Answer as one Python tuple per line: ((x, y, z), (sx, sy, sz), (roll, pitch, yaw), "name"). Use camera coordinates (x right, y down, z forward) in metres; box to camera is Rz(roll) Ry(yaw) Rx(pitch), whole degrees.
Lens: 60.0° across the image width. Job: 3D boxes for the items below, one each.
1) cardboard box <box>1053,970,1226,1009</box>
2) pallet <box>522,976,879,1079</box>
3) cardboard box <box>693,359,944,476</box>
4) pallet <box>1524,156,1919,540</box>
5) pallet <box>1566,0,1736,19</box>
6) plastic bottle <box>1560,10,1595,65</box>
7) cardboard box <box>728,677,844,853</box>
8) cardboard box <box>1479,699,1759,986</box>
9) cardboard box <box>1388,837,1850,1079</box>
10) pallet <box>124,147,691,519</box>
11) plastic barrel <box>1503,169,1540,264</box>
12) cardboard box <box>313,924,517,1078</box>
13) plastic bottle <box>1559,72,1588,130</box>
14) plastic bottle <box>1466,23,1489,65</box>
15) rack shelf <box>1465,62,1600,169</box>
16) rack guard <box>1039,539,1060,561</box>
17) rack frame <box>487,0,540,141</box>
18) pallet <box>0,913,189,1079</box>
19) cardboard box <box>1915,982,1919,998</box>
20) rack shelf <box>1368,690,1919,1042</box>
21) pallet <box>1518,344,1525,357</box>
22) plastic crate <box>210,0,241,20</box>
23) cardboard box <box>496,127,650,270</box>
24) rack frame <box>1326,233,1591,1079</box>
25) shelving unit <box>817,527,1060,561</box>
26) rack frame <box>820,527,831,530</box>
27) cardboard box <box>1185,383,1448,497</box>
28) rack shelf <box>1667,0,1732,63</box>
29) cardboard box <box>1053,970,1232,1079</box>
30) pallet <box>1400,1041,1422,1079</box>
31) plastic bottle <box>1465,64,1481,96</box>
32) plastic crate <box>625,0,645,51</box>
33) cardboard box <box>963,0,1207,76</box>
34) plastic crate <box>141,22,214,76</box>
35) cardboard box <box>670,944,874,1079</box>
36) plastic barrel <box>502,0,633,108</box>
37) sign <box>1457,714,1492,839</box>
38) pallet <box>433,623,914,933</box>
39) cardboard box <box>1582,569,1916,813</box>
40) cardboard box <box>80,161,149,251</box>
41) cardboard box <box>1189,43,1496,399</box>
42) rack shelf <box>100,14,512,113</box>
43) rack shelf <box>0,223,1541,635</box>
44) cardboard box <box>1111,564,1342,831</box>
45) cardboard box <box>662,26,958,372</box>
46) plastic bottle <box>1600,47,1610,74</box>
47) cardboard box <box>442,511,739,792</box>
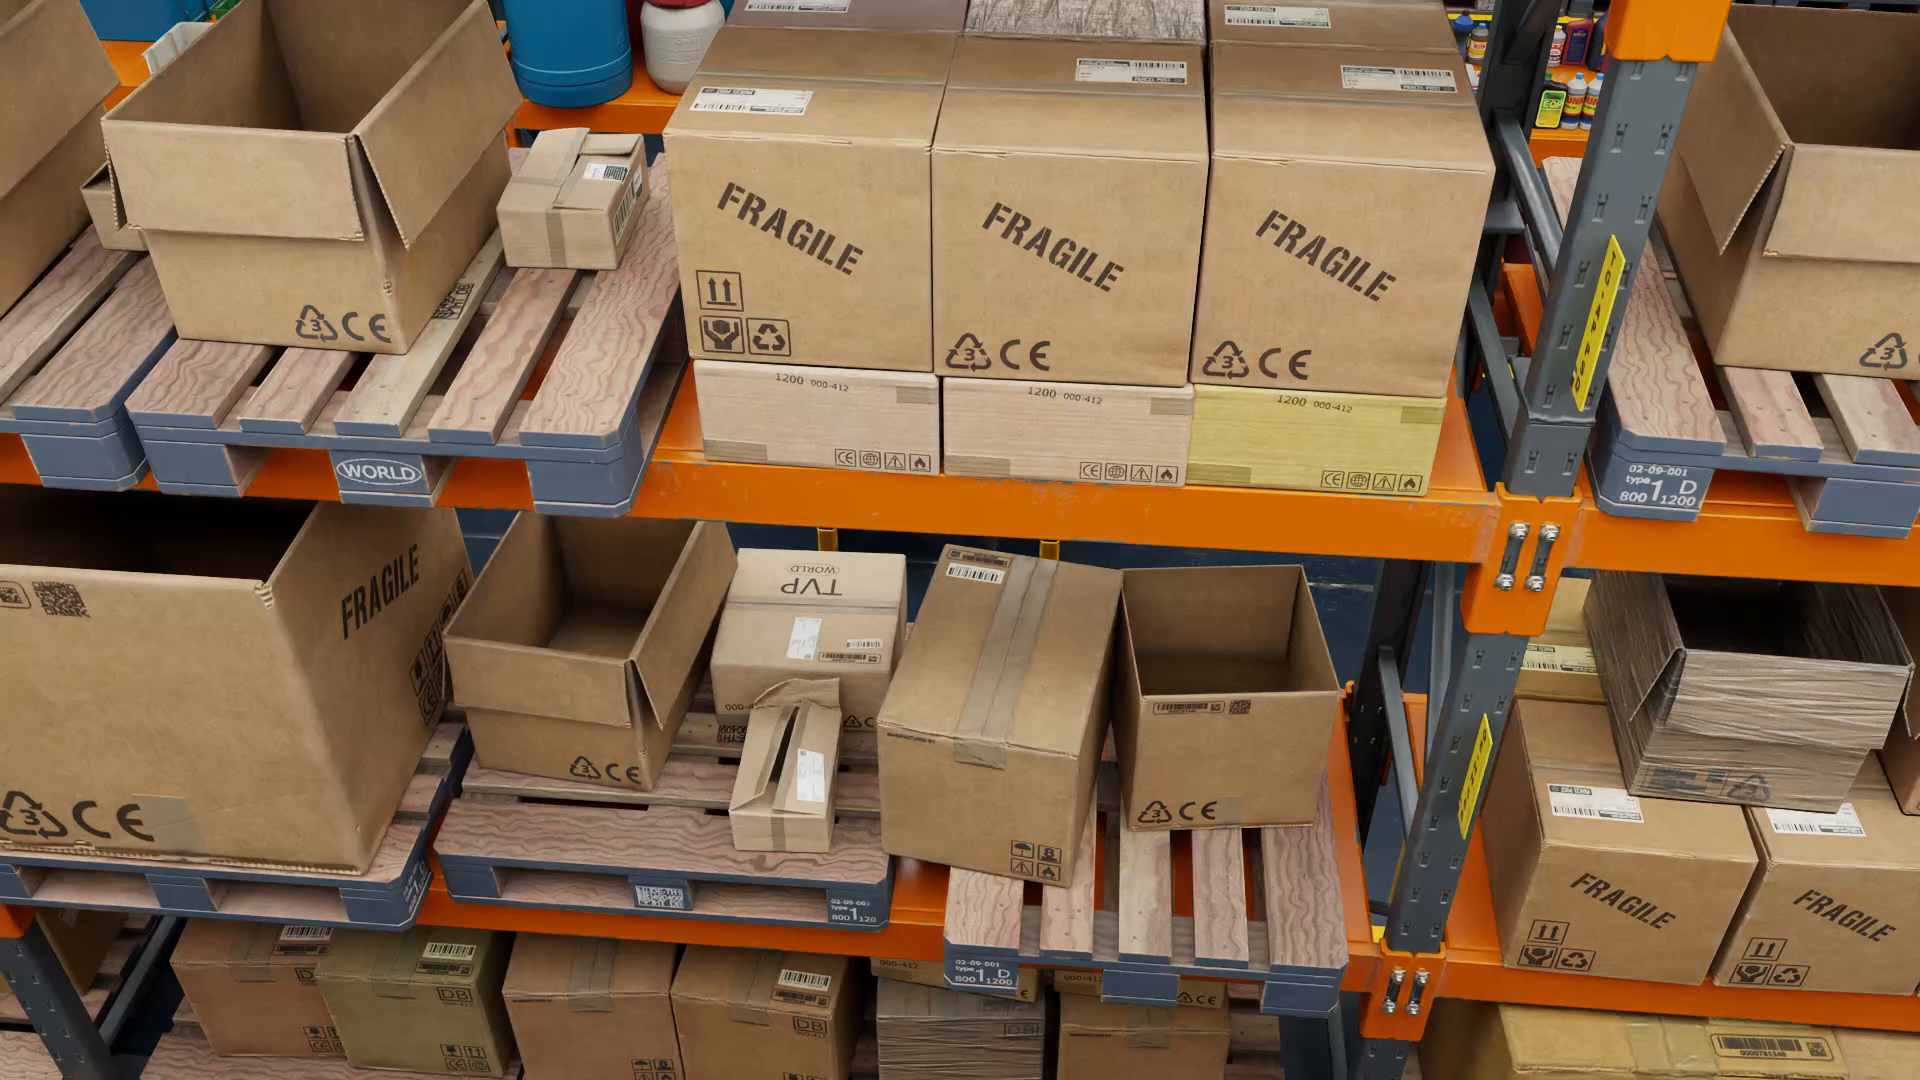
((0.556, 1.114, 5.042), (0.500, 0.250, 0.500), (5, 39, 6), "cardboard box")
((-0.764, 1.594, 5.624), (1.213, 0.211, 1.003), (3, 39, 4), "pallet")
((-0.264, -0.400, 3.608), (0.500, 0.250, 0.500), (4, 39, 5), "cardboard box")
((1.872, -0.464, 3.718), (1.003, 0.211, 1.213), (5, 39, 6), "pallet")
((5.256, -4.327, 12.899), (1.213, 0.211, 1.003), (3, 39, 4), "pallet")
((3.232, -2.630, 8.697), (0.133, 0.283, 0.061), (3, 39, 4), "plastic bottle")
((-0.458, 0.592, 4.420), (0.258, 0.266, 0.396), (2, 39, 3), "cardboard box")
((1.687, 0.783, 4.333), (0.500, 0.500, 0.500), (4, 39, 5), "cardboard box")
((1.912, 1.336, 5.083), (0.875, 0.875, 1.225), (1, 39, 2), "cardboard box")
((-1.119, -0.529, 3.796), (1.003, 0.211, 1.213), (3, 39, 4), "pallet")
((3.268, -1.641, 8.968), (0.708, 0.588, 0.600), (3, 39, 4), "plastic barrel")
((-1.675, 1.290, 5.421), (0.500, 0.500, 0.700), (3, 39, 4), "cardboard box")
((2.994, -2.146, 8.112), (0.097, 0.271, 0.097), (0, 39, 0), "plastic bottle")
((2.728, -2.614, 8.743), (0.097, 0.201, 0.097), (0, 39, 0), "plastic bottle")
((3.646, -2.103, 8.527), (4.000, 0.370, 1.077), (3, 39, 4), "rack shelf")
((0.420, -0.074, 7.643), (0.087, 0.250, 0.587), (3, 39, 4), "rack guard")
((-2.331, -2.709, 8.702), (0.127, 3.000, 1.000), (3, 39, 4), "rack frame")
((-3.431, 1.473, 5.773), (1.213, 0.211, 1.003), (3, 39, 4), "pallet")
((2.712, 0.835, 4.268), (0.500, 0.500, 0.500), (2, 39, 3), "cardboard box")
((3.219, 1.012, 4.700), (4.000, 0.370, 1.077), (3, 39, 4), "rack shelf")
((3.655, -1.325, 9.210), (1.213, 0.211, 1.003), (3, 39, 4), "pallet")
((-3.659, -2.878, 9.078), (0.662, 0.188, 0.450), (3, 39, 4), "plastic crate")
((-0.882, -0.790, 3.821), (0.250, 0.166, 0.380), (2, 39, 3), "cardboard box")
((1.226, 0.624, 4.607), (0.127, 3.000, 1.000), (3, 39, 4), "rack frame")
((-0.076, -0.586, 7.282), (1.083, 1.500, 0.587), (3, 39, 4), "shelving unit")
((-0.591, -0.614, 7.316), (0.032, 1.500, 0.500), (3, 39, 4), "rack frame")
((0.732, -0.353, 3.550), (0.500, 0.250, 0.500), (3, 39, 4), "cardboard box")
((3.219, -1.160, 2.933), (4.000, 0.370, 1.077), (3, 39, 4), "rack shelf")
((0.557, 1.399, 5.287), (0.500, 0.500, 0.700), (1, 39, 1), "cardboard box")
((2.005, 1.796, 5.376), (1.213, 0.211, 1.003), (3, 39, 4), "pallet")
((2.518, -2.191, 8.164), (0.135, 0.276, 0.152), (3, 39, 4), "plastic bottle")
((-1.823, -2.900, 8.886), (0.583, 0.464, 0.402), (3, 39, 4), "plastic crate")
((0.275, -0.989, 3.738), (0.500, 0.500, 0.500), (3, 39, 4), "cardboard box")
((-3.971, -2.536, 8.698), (0.437, 0.136, 0.530), (3, 39, 4), "plastic crate")
((-0.562, 1.350, 5.347), (0.500, 0.500, 0.700), (6, 40, 8), "cardboard box")
((-1.973, -2.692, 8.284), (0.708, 0.901, 0.600), (3, 39, 4), "plastic barrel")
((1.189, 0.548, 3.847), (0.005, 0.325, 0.100), (3, 39, 4), "sign")
((-0.749, 0.616, 4.768), (1.213, 0.211, 1.003), (3, 39, 4), "pallet")
((1.953, 0.246, 4.197), (0.637, 0.503, 0.797), (4, 39, 5), "cardboard box")
((-1.814, -0.880, 3.852), (0.258, 0.266, 0.396), (4, 39, 5), "cardboard box")
((0.729, -0.641, 3.309), (0.500, 0.500, 0.500), (4, 39, 5), "cardboard box")
((-4.324, -2.539, 9.063), (4.000, 0.370, 1.077), (3, 39, 4), "rack shelf")
((-0.766, -0.369, 4.021), (4.000, 0.370, 1.077), (3, 39, 4), "rack shelf")
((0.685, 0.418, 4.448), (0.500, 0.500, 0.500), (-1, 39, -2), "cardboard box")
((-0.274, -0.698, 3.380), (0.500, 0.500, 0.500), (4, 39, 5), "cardboard box")
((3.404, -2.529, 8.573), (0.133, 0.283, 0.061), (3, 39, 4), "plastic bottle")
((-1.024, 0.240, 4.665), (0.637, 0.503, 0.797), (7, 40, 8), "cardboard box")
